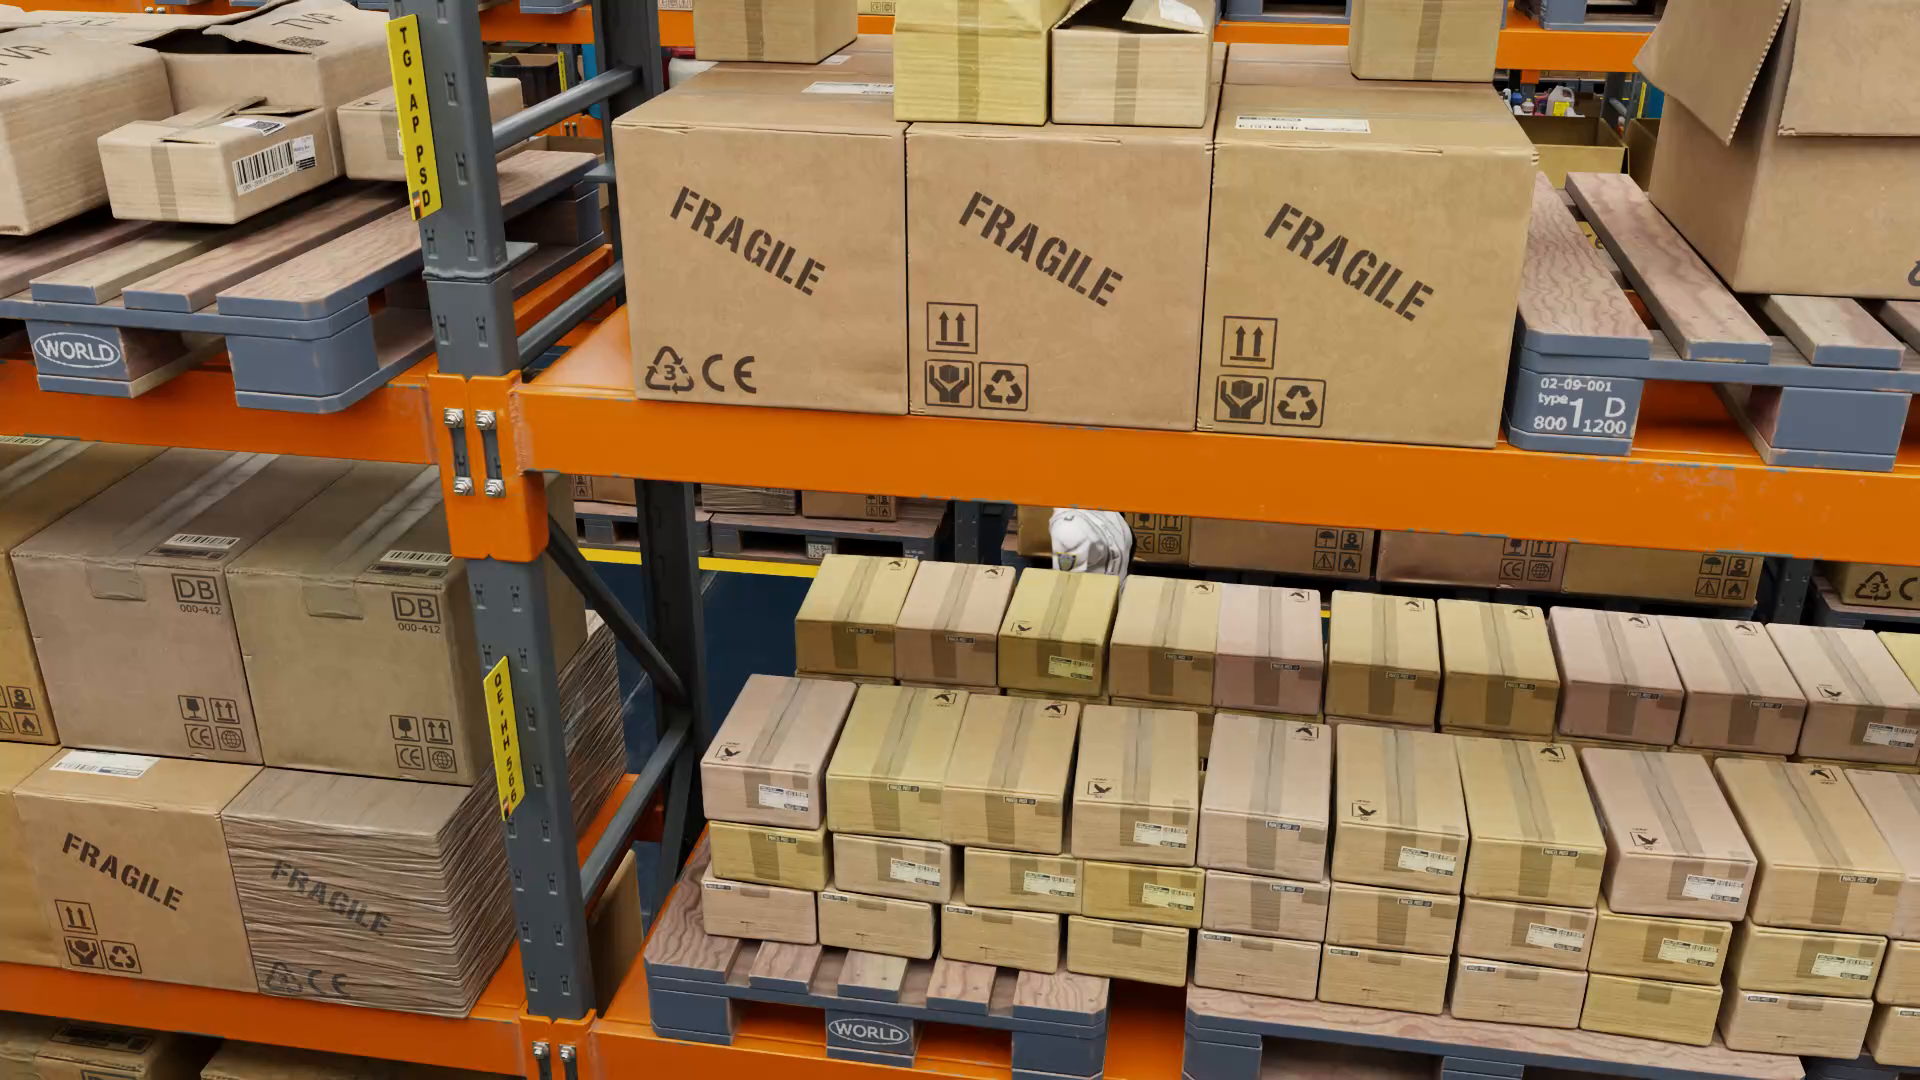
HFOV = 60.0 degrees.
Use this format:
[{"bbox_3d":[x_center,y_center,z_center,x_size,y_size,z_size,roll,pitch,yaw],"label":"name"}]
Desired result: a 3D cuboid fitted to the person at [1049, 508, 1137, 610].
[{"bbox_3d":[0.488,0.346,6.337,0.343,1.688,0.521,5,26,12],"label":"person"}]
